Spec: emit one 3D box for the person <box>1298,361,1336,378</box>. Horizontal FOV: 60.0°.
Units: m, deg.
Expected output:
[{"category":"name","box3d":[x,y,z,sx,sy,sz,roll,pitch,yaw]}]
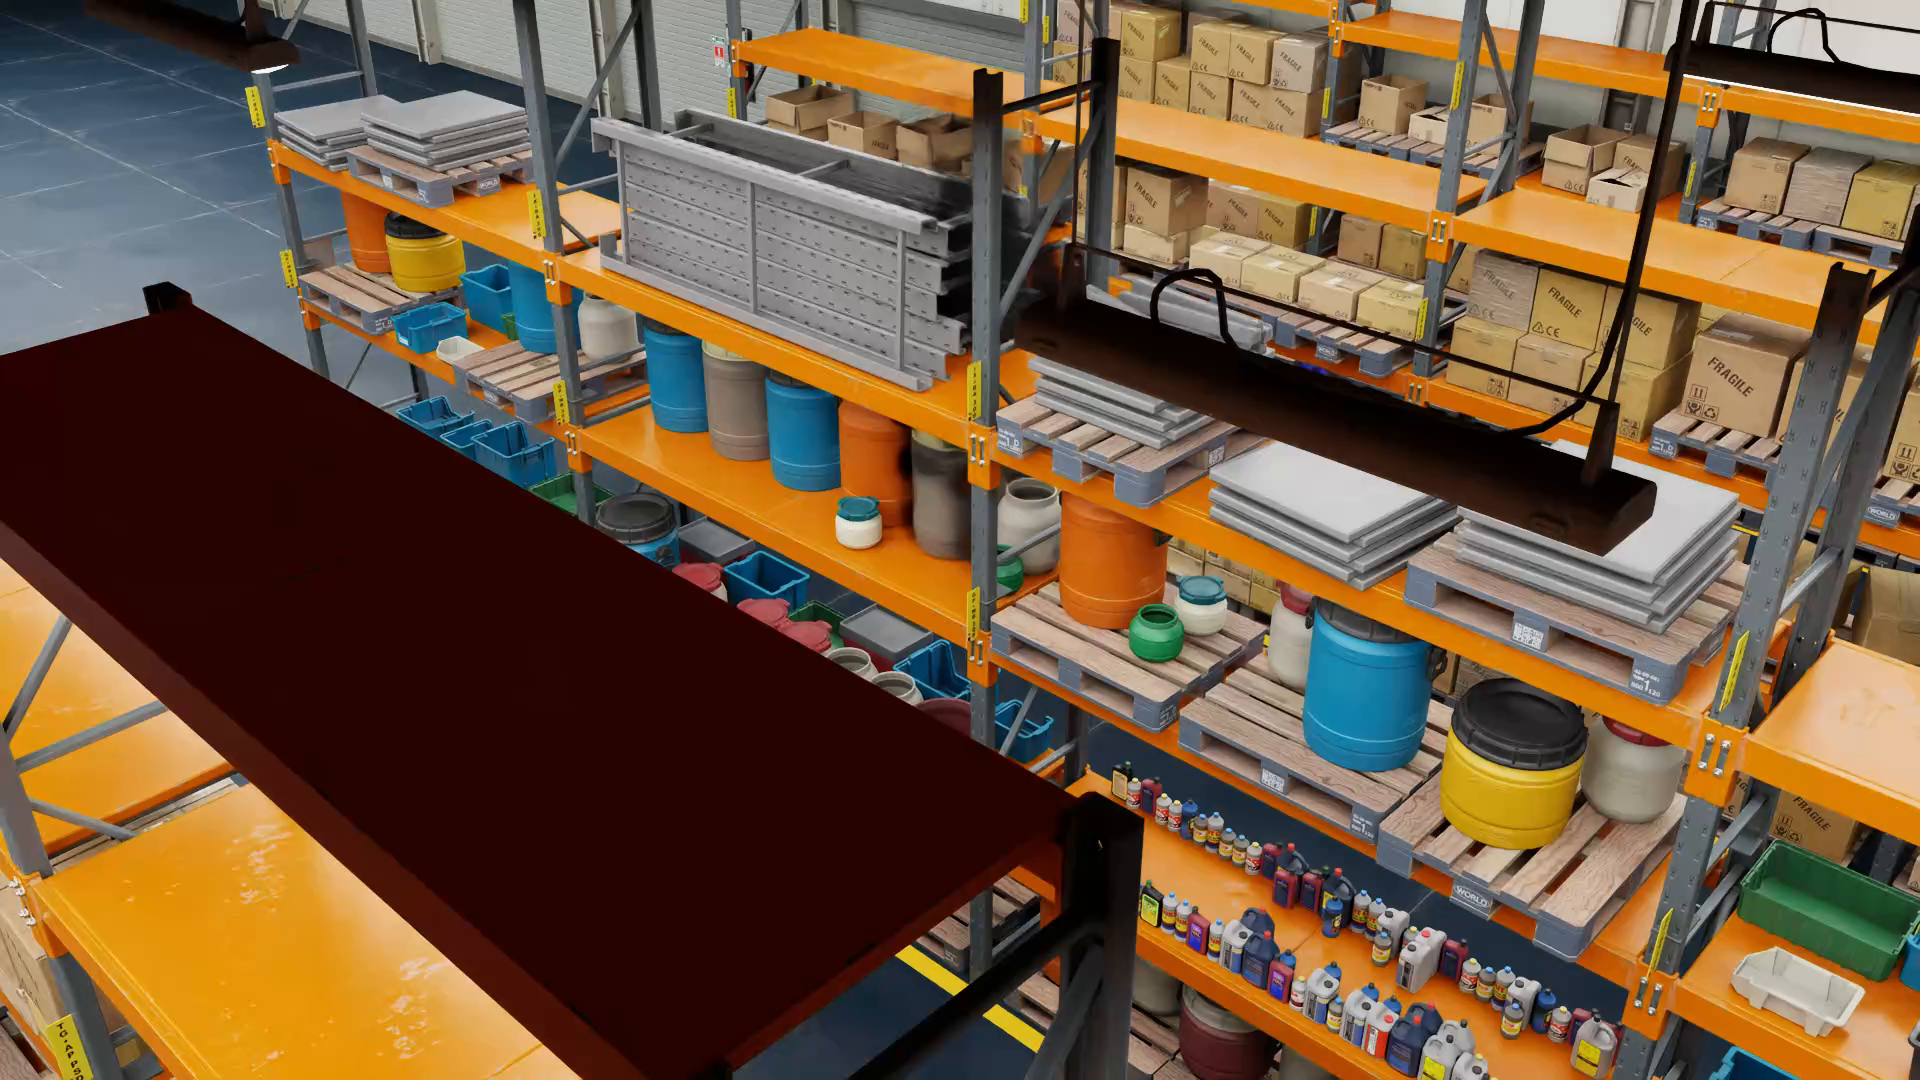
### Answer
[{"category":"person","box3d":[3.713,-1.492,17.393,0.849,1.472,0.601,9,31,16]}]
